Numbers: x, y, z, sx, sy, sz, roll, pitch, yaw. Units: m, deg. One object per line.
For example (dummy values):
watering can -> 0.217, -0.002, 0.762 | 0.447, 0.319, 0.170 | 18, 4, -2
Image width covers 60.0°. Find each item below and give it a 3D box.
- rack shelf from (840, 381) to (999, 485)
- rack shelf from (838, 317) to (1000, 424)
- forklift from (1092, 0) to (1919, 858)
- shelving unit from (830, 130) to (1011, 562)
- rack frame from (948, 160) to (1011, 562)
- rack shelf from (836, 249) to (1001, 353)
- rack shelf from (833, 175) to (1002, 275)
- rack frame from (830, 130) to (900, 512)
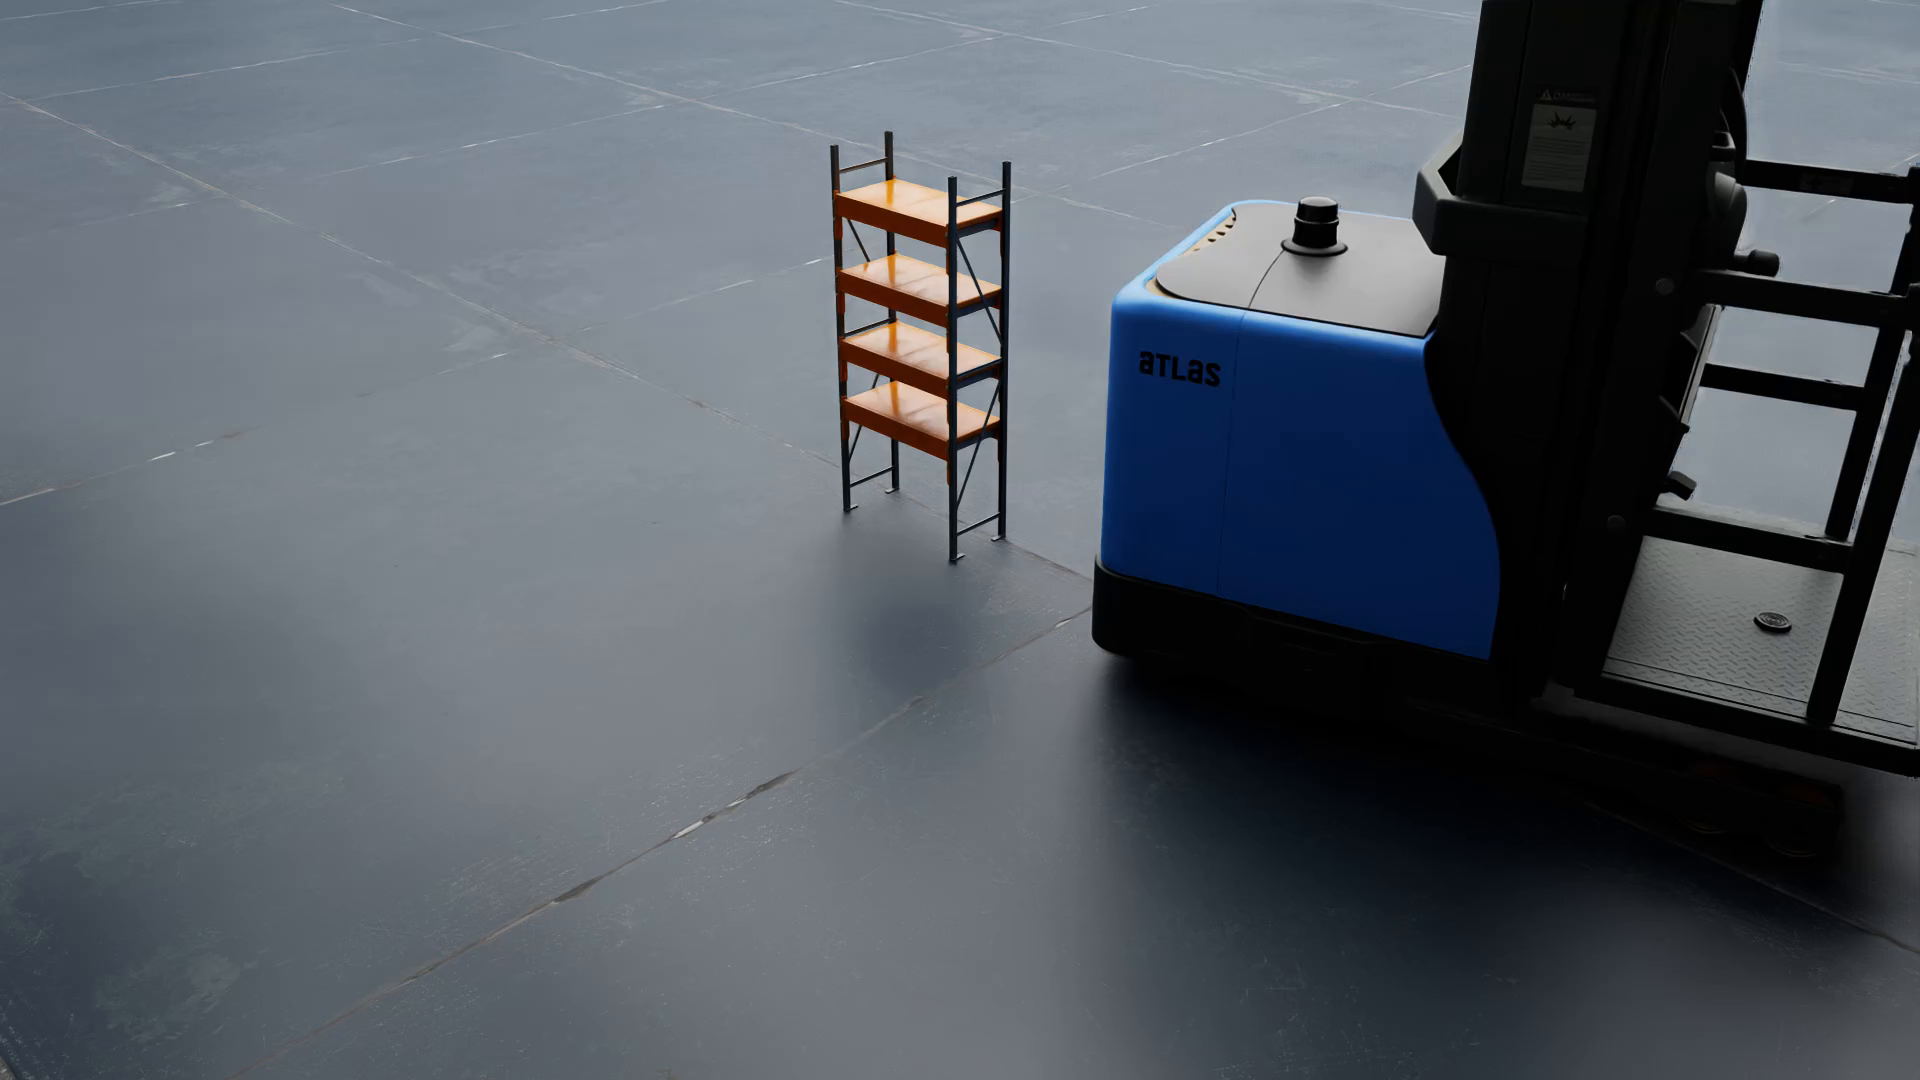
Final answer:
rack shelf -> -0.118, -0.350, 5.197 | 0.480, 0.148, 0.258 | 25, 36, 38
rack shelf -> -0.118, -0.526, 5.105 | 0.480, 0.148, 0.258 | 25, 36, 38
forklift -> 1.915, -0.845, 3.708 | 3.031, 2.935, 1.130 | 13, 31, 24
shelving unit -> -0.118, -0.585, 5.073 | 0.503, 1.200, 0.258 | 25, 36, 38
rack frame -> 0.056, -0.505, 4.922 | 0.015, 1.200, 0.240 | 25, 36, 38
rack shelf -> -0.118, -0.724, 5.001 | 0.480, 0.148, 0.258 | 25, 36, 38
rack shelf -> -0.118, -0.933, 4.891 | 0.480, 0.148, 0.258 | 25, 36, 38
rack frame -> -0.292, -0.665, 5.225 | 0.015, 1.200, 0.240 | 25, 36, 38
